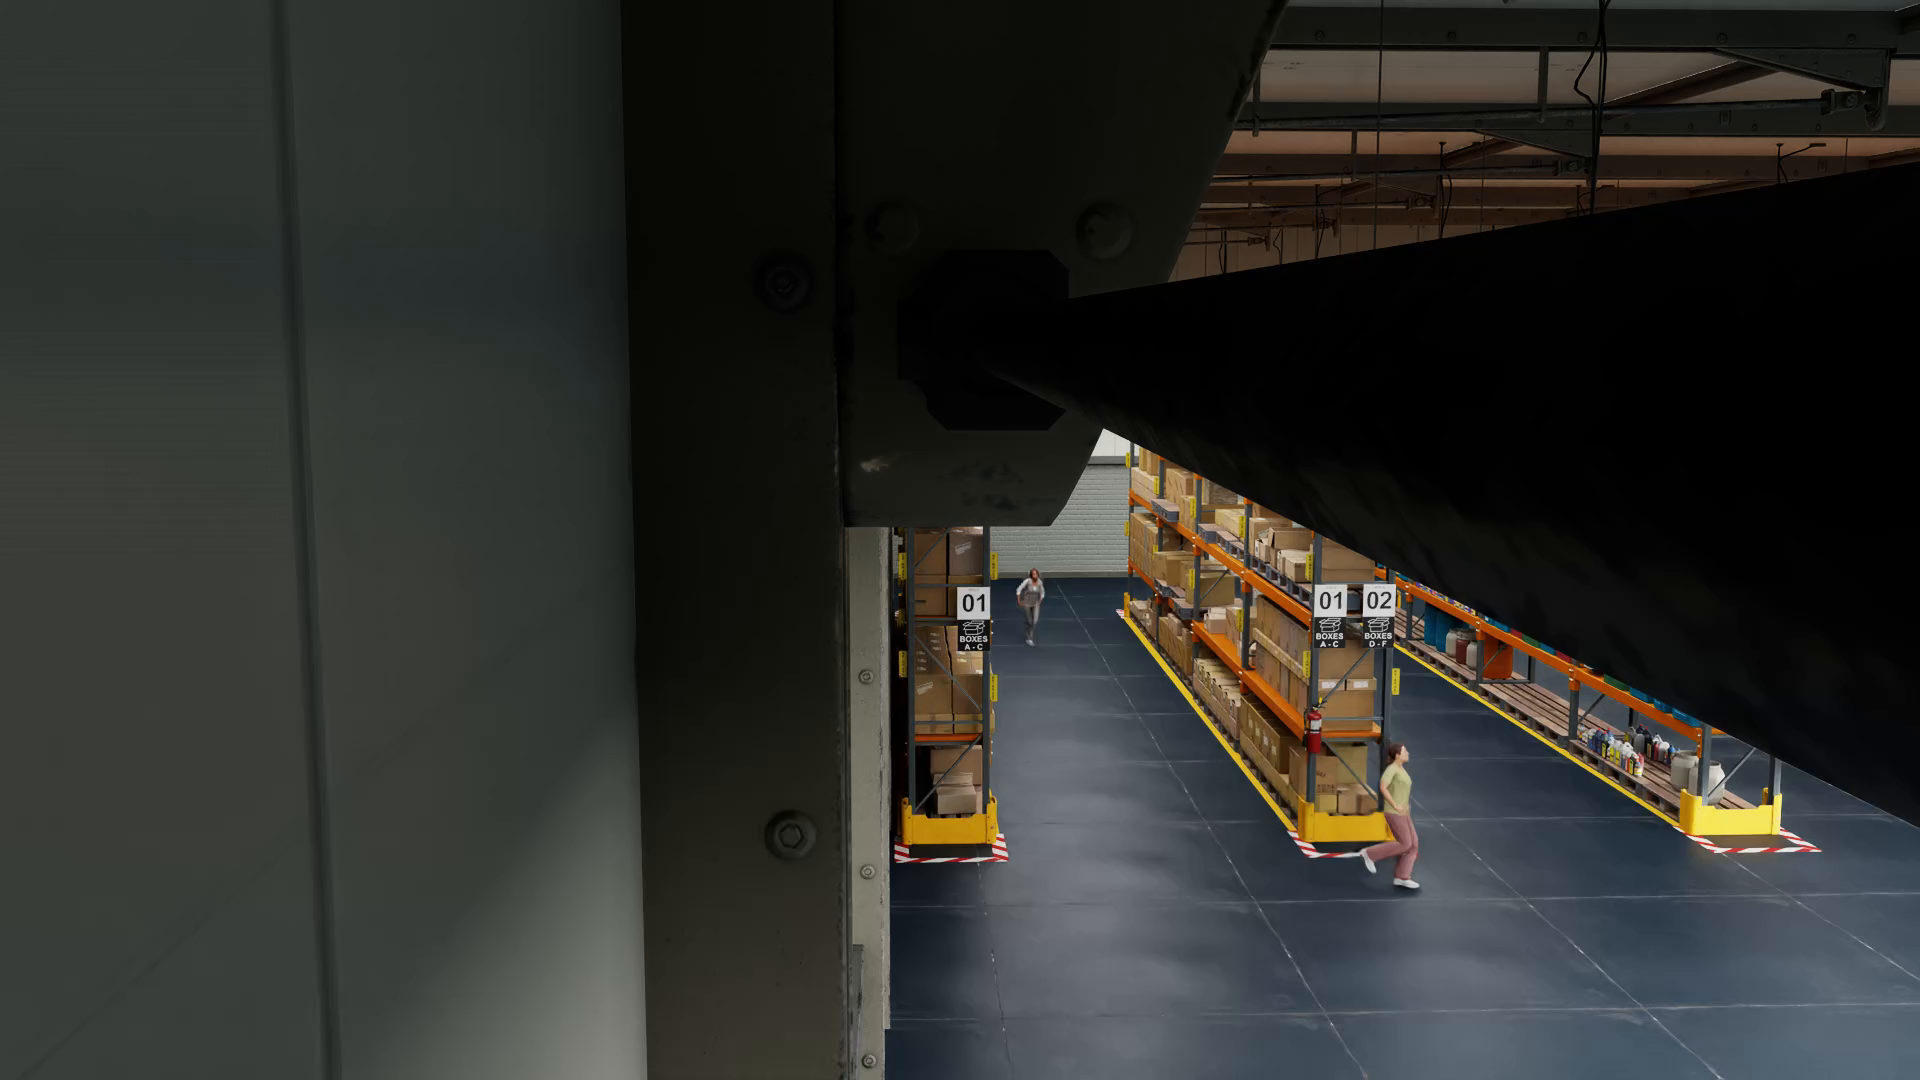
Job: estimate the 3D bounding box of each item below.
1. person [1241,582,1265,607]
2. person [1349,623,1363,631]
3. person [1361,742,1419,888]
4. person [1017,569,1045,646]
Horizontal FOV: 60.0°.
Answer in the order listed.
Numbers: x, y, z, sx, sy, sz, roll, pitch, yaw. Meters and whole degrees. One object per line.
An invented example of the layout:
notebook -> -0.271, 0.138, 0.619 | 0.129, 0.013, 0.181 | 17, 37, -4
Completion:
person -> 6.067, 1.161, 34.136 | 0.595, 1.622, 0.542 | -2, 7, -12
person -> 7.623, 1.401, 32.091 | 0.649, 1.706, 0.738 | -1, 7, -10
person -> 4.991, 3.115, 19.038 | 0.678, 1.579, 0.622 | 4, 8, 26
person -> 1.417, 1.328, 33.287 | 0.568, 1.560, 0.657 | -2, 7, -12
